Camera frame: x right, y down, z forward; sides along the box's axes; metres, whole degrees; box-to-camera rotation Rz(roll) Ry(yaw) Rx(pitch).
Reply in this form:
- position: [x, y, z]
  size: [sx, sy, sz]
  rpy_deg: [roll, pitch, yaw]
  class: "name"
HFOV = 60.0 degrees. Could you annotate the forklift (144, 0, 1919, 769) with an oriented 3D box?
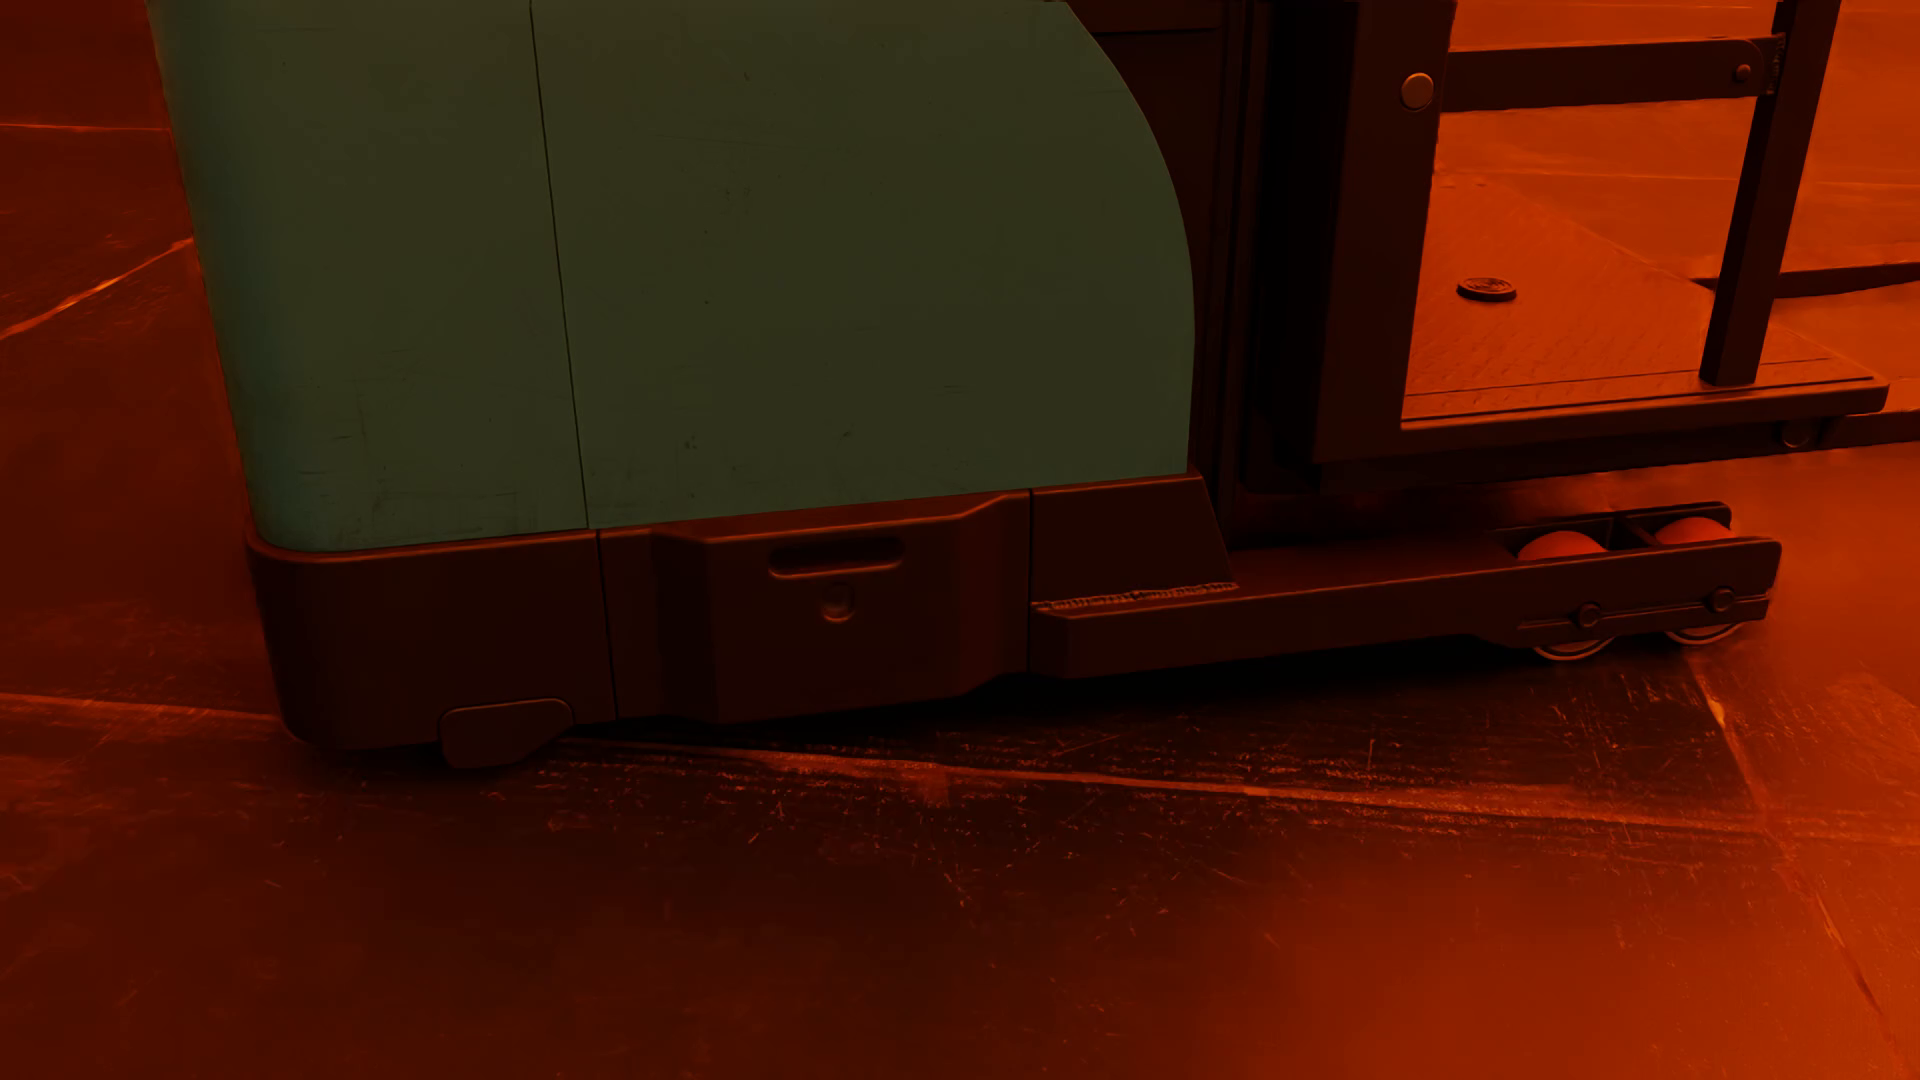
- position: [0.598, -1.378, 1.978]
  size: [3.031, 2.935, 1.130]
  rpy_deg: [-6, 27, -11]
  class: "forklift"
